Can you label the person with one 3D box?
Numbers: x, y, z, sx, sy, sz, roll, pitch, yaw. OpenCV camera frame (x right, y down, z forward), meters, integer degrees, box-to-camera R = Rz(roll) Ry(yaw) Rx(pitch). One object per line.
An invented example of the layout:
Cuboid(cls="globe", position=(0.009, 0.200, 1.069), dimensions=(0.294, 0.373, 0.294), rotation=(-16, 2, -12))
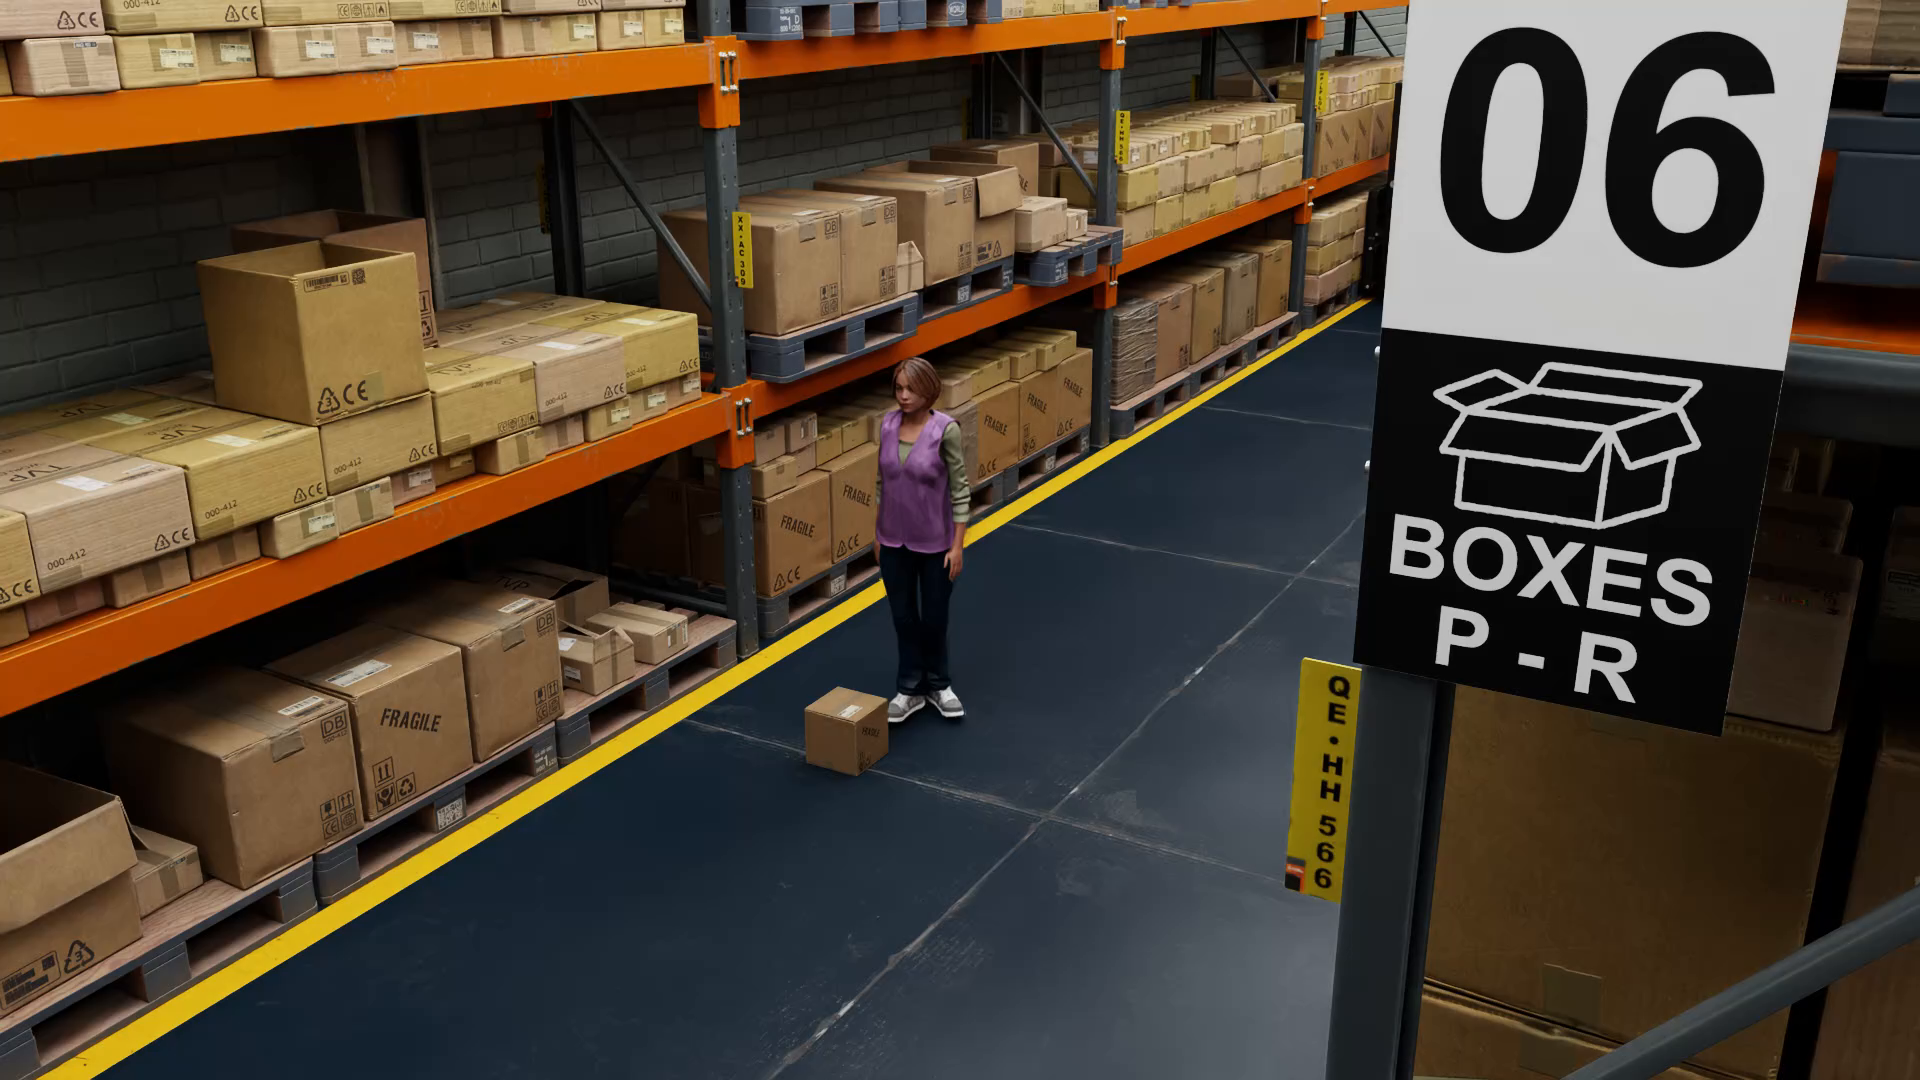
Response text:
Cuboid(cls="person", position=(-0.164, 0.008, 7.017), dimensions=(0.450, 1.597, 0.357), rotation=(8, 21, 22))
